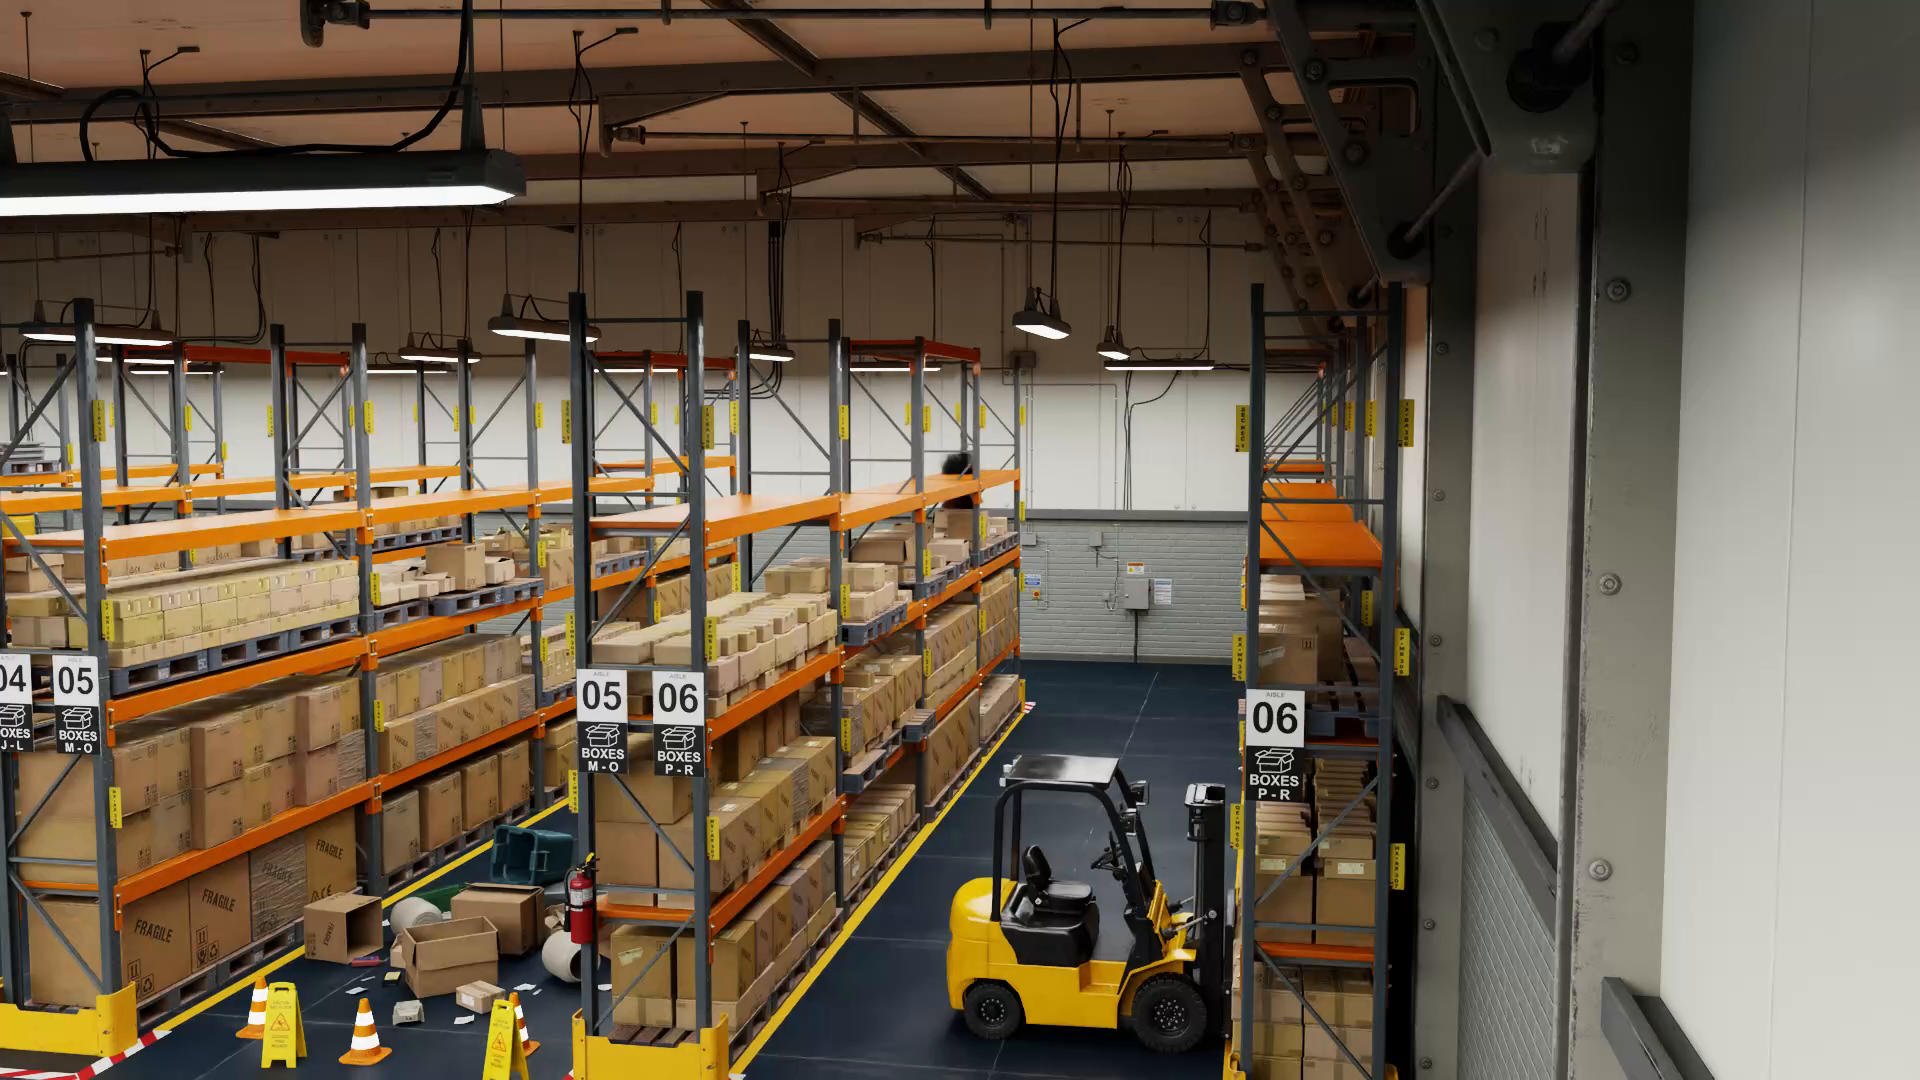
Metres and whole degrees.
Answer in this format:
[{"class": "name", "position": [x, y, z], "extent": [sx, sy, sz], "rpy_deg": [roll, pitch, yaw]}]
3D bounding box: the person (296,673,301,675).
[{"class": "person", "position": [-8.856, 2.587, 22.265], "extent": [0.607, 1.624, 0.672], "rpy_deg": [1, 5, 11]}]
